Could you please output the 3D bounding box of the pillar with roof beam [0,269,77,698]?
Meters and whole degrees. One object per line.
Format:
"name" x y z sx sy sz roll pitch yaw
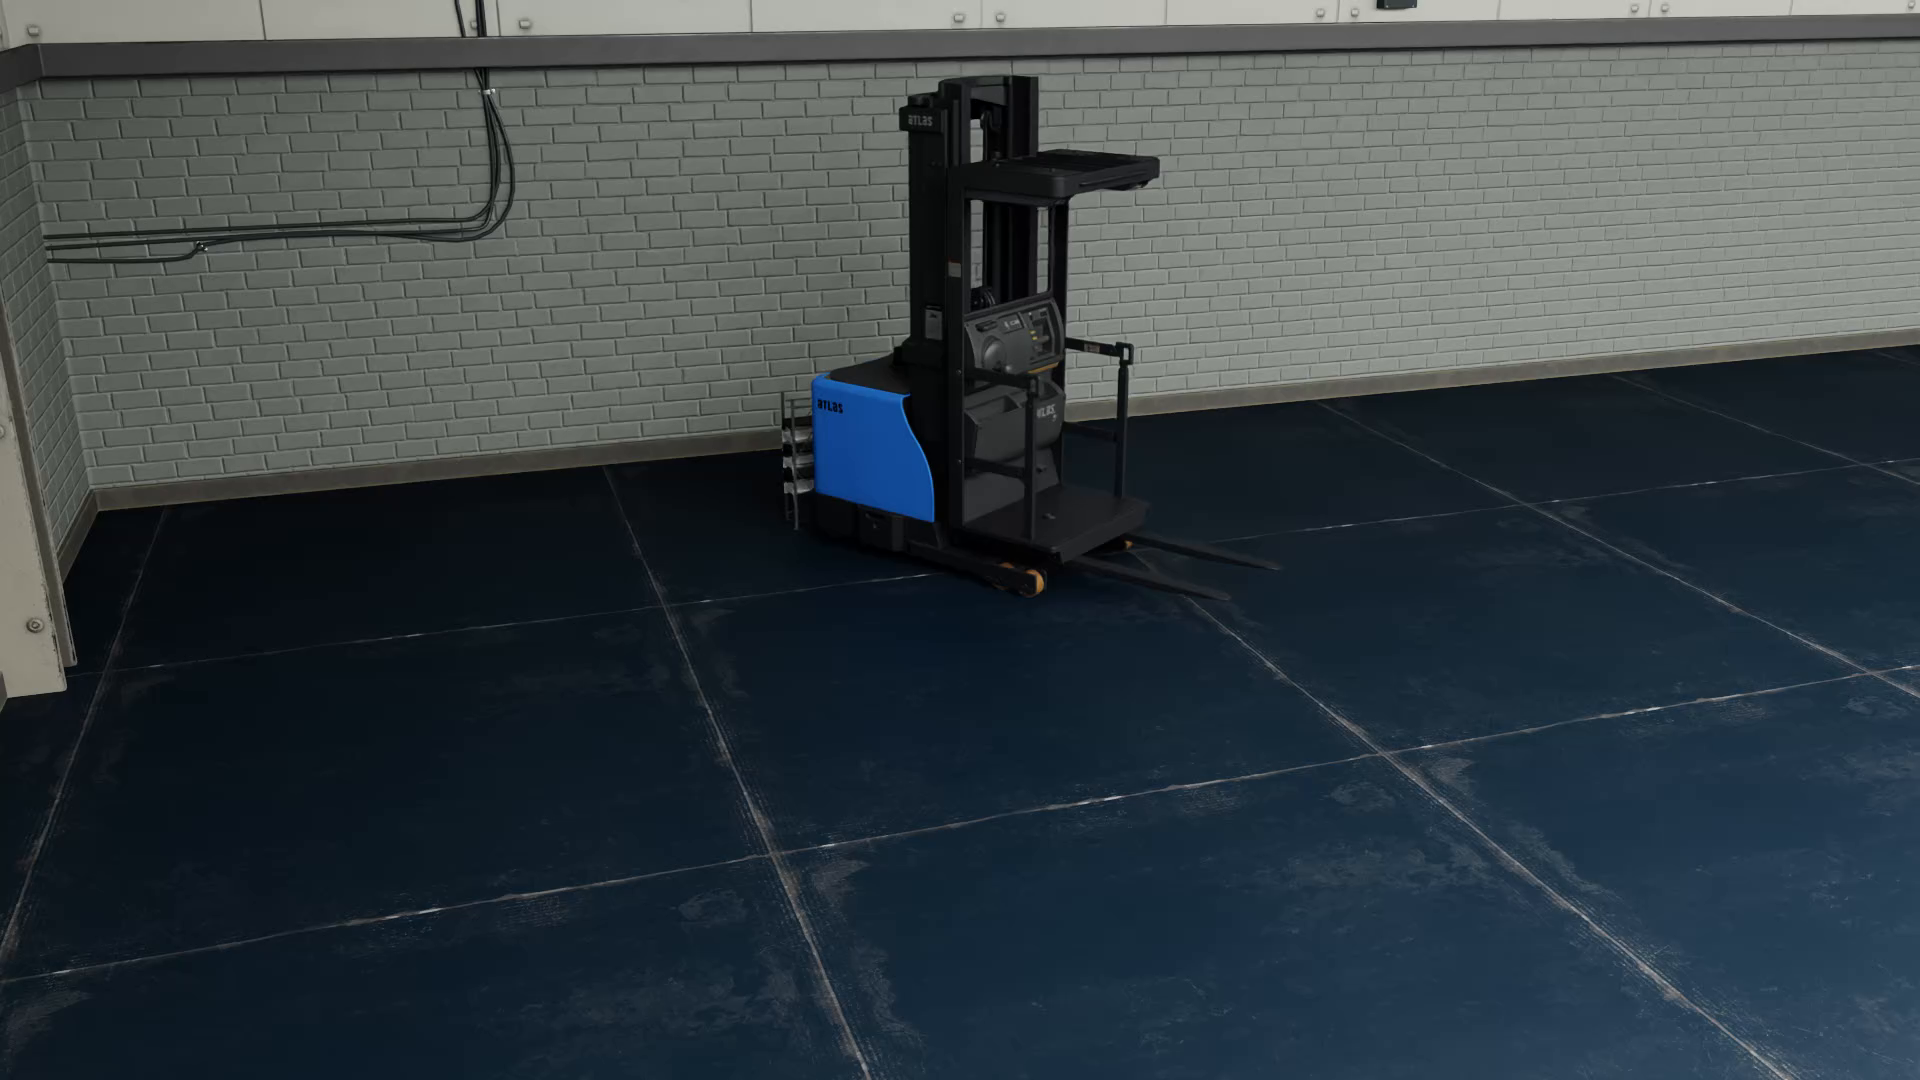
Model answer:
"pillar with roof beam" -0.811 -3.950 8.601 9.100 9.000 0.400 -6 21 -17

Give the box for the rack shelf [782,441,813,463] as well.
"rack shelf" -1.031 -0.590 11.061 0.258 0.077 0.200 -9 21 -23

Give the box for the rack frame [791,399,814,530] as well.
"rack frame" -0.989 -0.506 10.993 0.240 0.900 0.006 -9 21 -23

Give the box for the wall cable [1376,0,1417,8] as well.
"wall cable" 4.448 -7.182 12.570 2.305 6.003 0.169 -6 21 -17

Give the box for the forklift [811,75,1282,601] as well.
"forklift" 0.504 -1.237 10.023 3.031 2.935 1.130 15 24 35

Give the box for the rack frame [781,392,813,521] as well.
"rack frame" -1.073 -0.568 11.167 0.240 0.900 0.006 -9 21 -23

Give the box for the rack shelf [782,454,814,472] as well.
"rack shelf" -1.031 -0.506 11.091 0.258 0.077 0.200 -9 21 -23

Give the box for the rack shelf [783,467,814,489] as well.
"rack shelf" -1.031 -0.421 11.122 0.258 0.077 0.200 -9 21 -23

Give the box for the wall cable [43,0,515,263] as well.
"wall cable" -4.569 -3.117 10.876 3.097 2.526 0.112 -6 21 -17

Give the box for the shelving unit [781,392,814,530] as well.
"shelving unit" -1.031 -0.537 11.080 0.258 0.900 0.210 -9 21 -23

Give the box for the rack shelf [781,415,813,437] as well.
"rack shelf" -1.031 -0.760 11.000 0.258 0.077 0.200 -9 21 -23

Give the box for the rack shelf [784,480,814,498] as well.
"rack shelf" -1.031 -0.336 11.152 0.258 0.077 0.200 -9 21 -23

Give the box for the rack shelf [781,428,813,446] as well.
"rack shelf" -1.031 -0.675 11.031 0.258 0.077 0.200 -9 21 -23
